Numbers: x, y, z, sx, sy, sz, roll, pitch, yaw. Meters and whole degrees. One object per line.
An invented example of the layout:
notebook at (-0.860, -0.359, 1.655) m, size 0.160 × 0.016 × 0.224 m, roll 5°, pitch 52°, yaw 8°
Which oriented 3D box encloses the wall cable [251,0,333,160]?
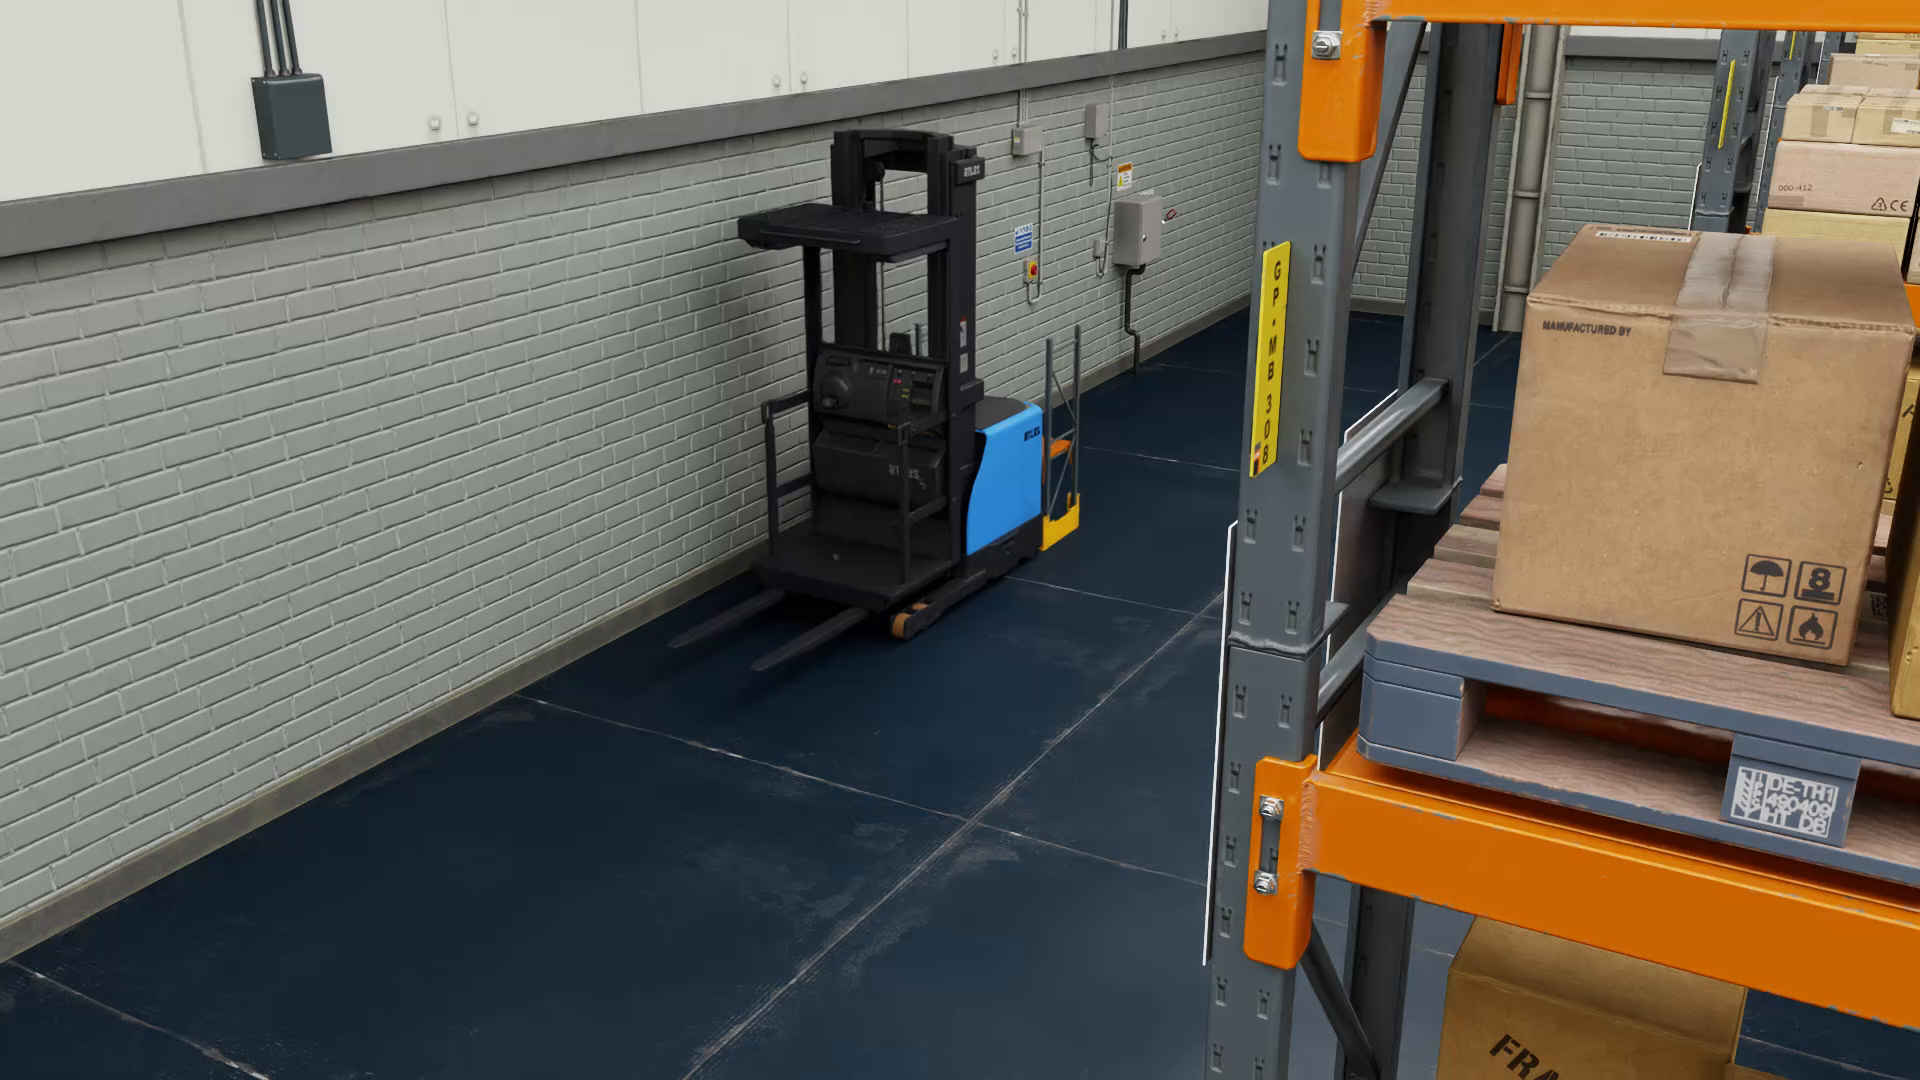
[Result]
wall cable at (-2.537, -4.862, 7.353) m, size 0.120 × 5.999 × 2.277 m, roll 11°, pitch 23°, yaw 27°

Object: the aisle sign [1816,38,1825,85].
aisle sign at (7.767, -4.137, 15.059) m, size 0.004 × 0.787 × 0.394 m, roll 11°, pitch 23°, yaw 27°

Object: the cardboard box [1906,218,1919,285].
cardboard box at (3.951, -1.122, 6.381) m, size 0.500 × 0.250 × 0.500 m, roll 12°, pitch 23°, yaw 29°

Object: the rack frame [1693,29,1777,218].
rack frame at (3.226, -2.843, 6.505) m, size 0.127 × 3.000 × 1.000 m, roll 11°, pitch 23°, yaw 27°

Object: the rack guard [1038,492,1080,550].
rack guard at (0.697, -0.137, 11.876) m, size 0.087 × 0.250 × 0.587 m, roll 11°, pitch 22°, yaw 27°

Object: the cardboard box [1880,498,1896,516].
cardboard box at (3.963, 0.029, 6.803) m, size 0.500 × 0.500 × 0.500 m, roll 11°, pitch 23°, yaw 27°

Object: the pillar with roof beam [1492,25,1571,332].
pillar with roof beam at (3.956, -5.246, 13.132) m, size 0.400 × 9.000 × 9.100 m, roll 11°, pitch 23°, yaw 27°

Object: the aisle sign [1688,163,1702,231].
aisle sign at (3.016, -1.167, 6.872) m, size 0.004 × 0.787 × 0.394 m, roll 11°, pitch 23°, yaw 27°

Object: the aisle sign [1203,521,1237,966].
aisle sign at (0.510, 0.293, 2.847) m, size 0.004 × 0.787 × 0.394 m, roll 11°, pitch 23°, yaw 27°

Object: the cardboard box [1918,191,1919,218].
cardboard box at (3.939, -1.360, 6.304) m, size 0.500 × 0.250 × 0.500 m, roll 10°, pitch 22°, yaw 27°

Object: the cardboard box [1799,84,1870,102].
cardboard box at (3.660, -1.817, 6.978) m, size 0.250 × 0.149 × 0.380 m, roll 11°, pitch 22°, yaw 27°

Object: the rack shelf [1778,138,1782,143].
rack shelf at (7.298, -2.252, 10.331) m, size 4.000 × 0.370 × 1.077 m, roll 11°, pitch 23°, yaw 27°

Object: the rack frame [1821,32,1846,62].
rack frame at (7.969, -5.811, 14.689) m, size 0.127 × 3.000 × 1.000 m, roll 11°, pitch 23°, yaw 27°

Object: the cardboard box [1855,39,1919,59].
cardboard box at (8.223, -4.315, 14.748) m, size 0.500 × 0.250 × 0.500 m, roll 11°, pitch 22°, yaw 27°

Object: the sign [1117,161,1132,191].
sign at (1.562, -3.451, 15.769) m, size 0.001 × 0.242 × 0.339 m, roll 11°, pitch 23°, yaw 27°

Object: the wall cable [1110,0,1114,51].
wall cable at (0.818, -5.419, 13.606) m, size 0.029 × 3.000 × 2.355 m, roll 11°, pitch 23°, yaw 27°

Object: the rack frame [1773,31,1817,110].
rack frame at (5.552, -4.333, 10.614) m, size 0.127 × 3.000 × 1.000 m, roll 11°, pitch 23°, yaw 27°

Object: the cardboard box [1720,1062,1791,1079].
cardboard box at (1.443, 1.259, 2.680) m, size 0.500 × 0.500 × 0.500 m, roll 10°, pitch 22°, yaw 26°

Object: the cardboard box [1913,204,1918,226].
cardboard box at (6.161, -2.094, 10.674) m, size 0.250 × 0.149 × 0.380 m, roll 12°, pitch 23°, yaw 29°

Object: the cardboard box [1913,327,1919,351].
cardboard box at (4.189, -0.593, 7.052) m, size 0.500 × 0.500 × 0.500 m, roll 10°, pitch 22°, yaw 25°

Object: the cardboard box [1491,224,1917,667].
cardboard box at (1.199, -0.194, 2.692) m, size 0.500 × 0.500 × 0.700 m, roll 9°, pitch 22°, yaw 24°

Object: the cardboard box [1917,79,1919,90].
cardboard box at (6.394, -2.955, 10.820) m, size 0.250 × 0.149 × 0.380 m, roll 9°, pitch 22°, yaw 23°

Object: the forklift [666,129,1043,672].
forklift at (-0.620, -0.944, 10.169) m, size 1.130 × 2.935 × 3.031 m, roll 12°, pitch 23°, yaw 29°

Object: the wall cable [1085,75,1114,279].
wall cable at (1.299, -3.345, 15.199) m, size 0.122 × 1.984 × 0.588 m, roll 11°, pitch 23°, yaw 27°

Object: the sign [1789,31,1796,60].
sign at (5.276, -3.207, 10.510) m, size 0.005 × 0.325 × 0.100 m, roll 11°, pitch 23°, yaw 27°

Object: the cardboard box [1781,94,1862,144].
cardboard box at (3.398, -1.663, 6.553) m, size 0.250 × 0.149 × 0.380 m, roll 11°, pitch 22°, yaw 27°

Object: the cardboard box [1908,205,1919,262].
cardboard box at (4.201, -1.282, 6.823) m, size 0.500 × 0.250 × 0.500 m, roll 11°, pitch 23°, yaw 27°

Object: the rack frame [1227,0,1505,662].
rack frame at (0.719, -1.383, 2.481) m, size 0.127 × 3.000 × 1.000 m, roll 11°, pitch 23°, yaw 27°

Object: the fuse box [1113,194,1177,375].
fuse box at (1.770, -2.439, 16.080) m, size 0.414 × 1.711 × 0.539 m, roll 11°, pitch 23°, yaw 27°

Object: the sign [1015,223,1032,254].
sign at (0.541, -2.566, 14.145) m, size 0.001 × 0.218 × 0.327 m, roll 11°, pitch 23°, yaw 27°

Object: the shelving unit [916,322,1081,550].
shelving unit at (0.260, -0.806, 11.887) m, size 1.083 × 1.500 × 0.587 m, roll 11°, pitch 22°, yaw 27°

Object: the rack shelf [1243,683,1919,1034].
rack shelf at (2.465, 0.698, 2.198) m, size 4.000 × 0.370 × 1.077 m, roll 11°, pitch 23°, yaw 27°

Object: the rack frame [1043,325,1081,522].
rack frame at (0.714, -0.721, 11.654) m, size 0.032 × 1.500 × 0.500 m, roll 11°, pitch 22°, yaw 27°
